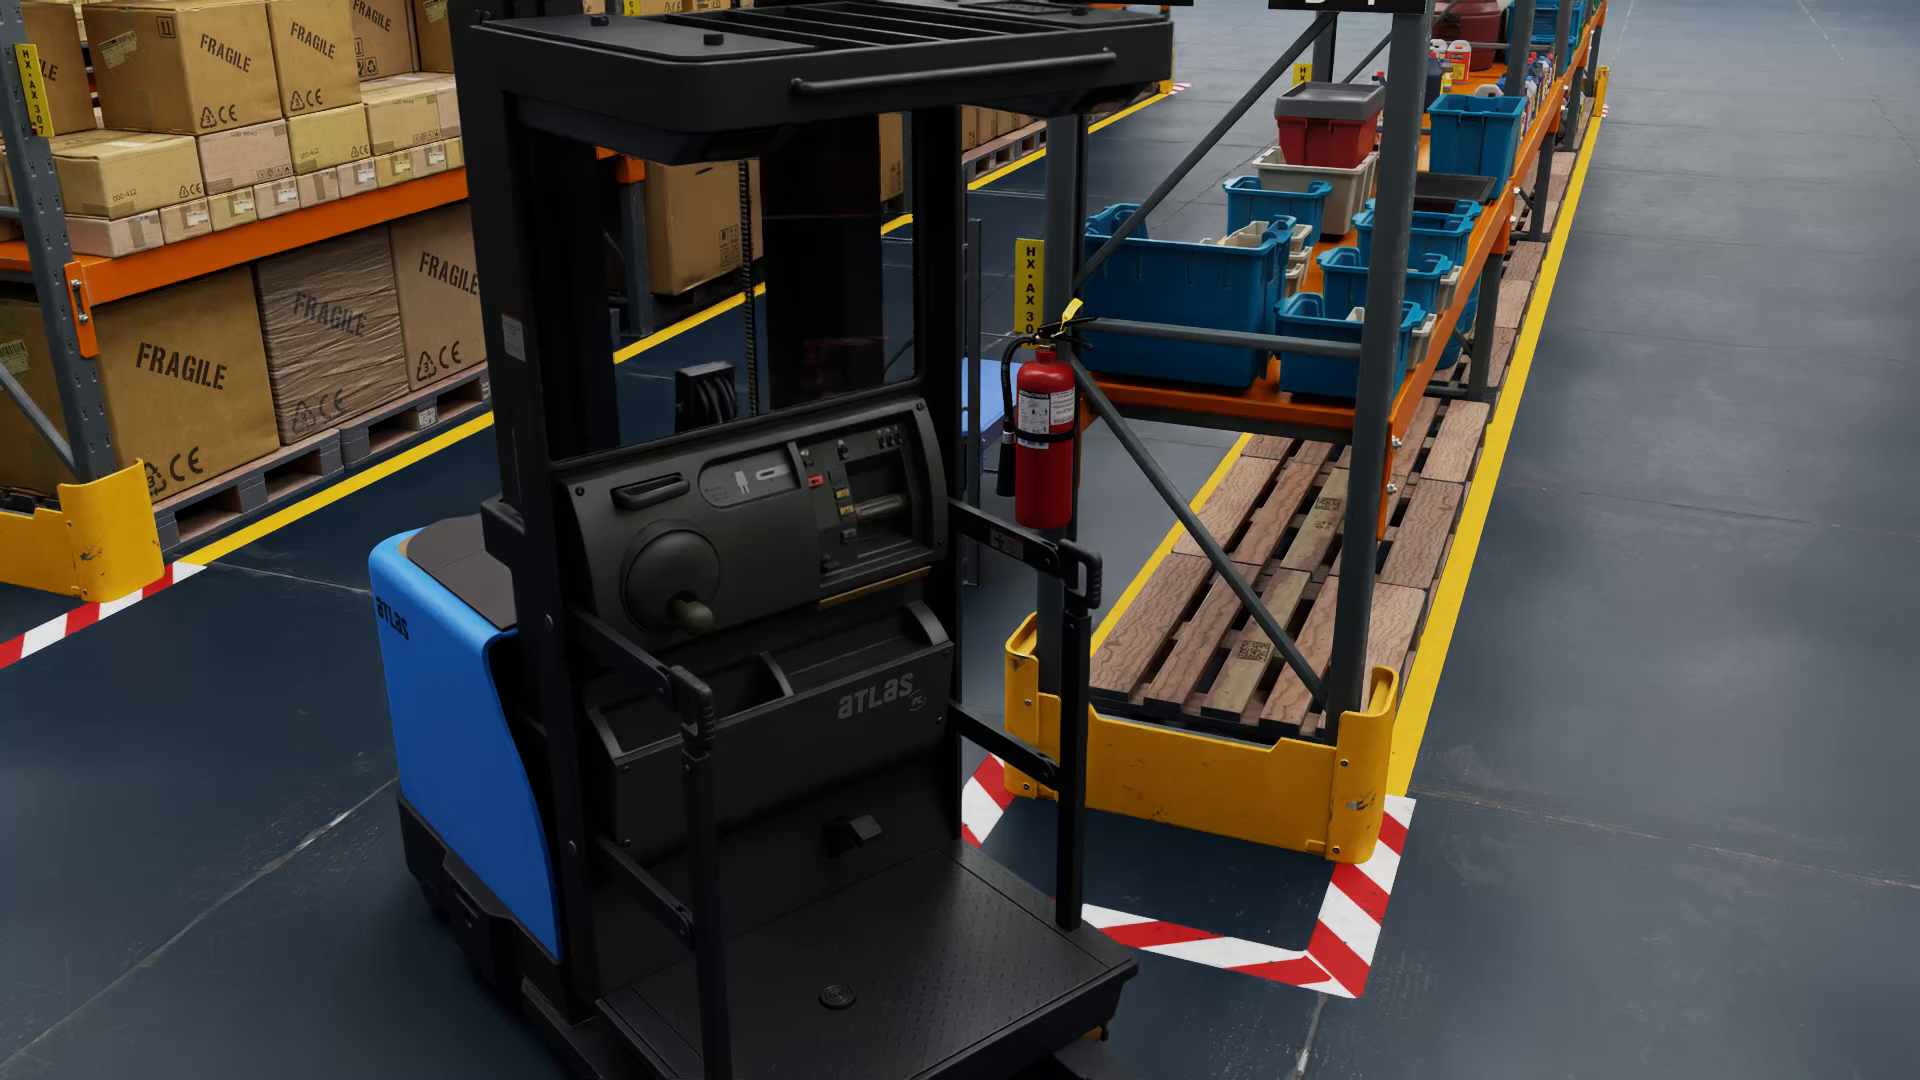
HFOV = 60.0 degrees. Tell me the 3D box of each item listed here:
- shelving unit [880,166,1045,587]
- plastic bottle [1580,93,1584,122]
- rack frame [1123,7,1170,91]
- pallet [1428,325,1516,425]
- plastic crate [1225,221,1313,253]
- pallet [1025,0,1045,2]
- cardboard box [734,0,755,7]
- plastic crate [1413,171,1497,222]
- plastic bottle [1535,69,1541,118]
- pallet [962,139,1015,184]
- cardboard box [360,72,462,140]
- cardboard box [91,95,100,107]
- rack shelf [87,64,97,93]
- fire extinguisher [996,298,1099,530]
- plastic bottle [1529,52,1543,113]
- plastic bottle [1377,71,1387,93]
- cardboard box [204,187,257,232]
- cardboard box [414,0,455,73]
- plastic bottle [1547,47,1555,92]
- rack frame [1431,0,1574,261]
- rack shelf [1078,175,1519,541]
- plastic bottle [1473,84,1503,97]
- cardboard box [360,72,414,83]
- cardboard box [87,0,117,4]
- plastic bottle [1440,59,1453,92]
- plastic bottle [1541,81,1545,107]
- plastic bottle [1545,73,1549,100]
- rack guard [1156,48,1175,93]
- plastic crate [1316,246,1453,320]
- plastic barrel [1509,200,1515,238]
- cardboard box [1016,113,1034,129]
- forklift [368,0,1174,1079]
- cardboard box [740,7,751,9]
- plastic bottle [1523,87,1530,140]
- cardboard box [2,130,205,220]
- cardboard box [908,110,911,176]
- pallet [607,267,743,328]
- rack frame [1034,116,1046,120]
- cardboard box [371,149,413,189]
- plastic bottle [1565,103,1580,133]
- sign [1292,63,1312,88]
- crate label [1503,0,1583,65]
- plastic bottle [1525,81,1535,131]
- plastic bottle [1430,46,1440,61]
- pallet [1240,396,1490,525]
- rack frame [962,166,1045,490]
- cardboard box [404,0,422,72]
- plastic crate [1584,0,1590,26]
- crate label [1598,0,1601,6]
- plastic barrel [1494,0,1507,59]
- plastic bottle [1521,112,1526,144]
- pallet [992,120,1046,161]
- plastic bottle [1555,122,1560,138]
[{"bbox_3d":[0.032,-0.723,7.034,0.538,1.500,1.048,9,24,20],"label":"shelving unit"},{"bbox_3d":[6.164,-4.358,16.658,0.144,0.351,0.185,10,25,22],"label":"plastic bottle"},{"bbox_3d":[2.069,-7.003,20.123,1.000,3.000,0.127,9,24,20],"label":"rack frame"},{"bbox_3d":[2.536,-0.983,9.329,1.003,0.211,1.213,9,24,20],"label":"pallet"},{"bbox_3d":[1.154,-1.105,6.268,0.298,0.136,0.250,9,24,20],"label":"plastic crate"},{"bbox_3d":[0.165,-5.230,16.128,1.003,0.211,1.213,9,24,20],"label":"pallet"},{"bbox_3d":[-1.676,-3.916,11.301,0.797,0.503,0.637,10,25,22],"label":"cardboard box"},{"bbox_3d":[2.044,-1.461,7.135,0.437,0.125,0.590,9,24,20],"label":"plastic crate"},{"bbox_3d":[3.400,-2.648,9.849,0.061,0.283,0.133,9,24,20],"label":"plastic bottle"},{"bbox_3d":[-0.156,-3.567,15.517,1.003,0.211,1.213,9,24,20],"label":"pallet"},{"bbox_3d":[-2.688,-2.213,8.464,0.500,0.250,0.500,9,24,21],"label":"cardboard box"},{"bbox_3d":[-6.710,-3.326,13.045,0.500,0.250,0.500,10,25,23],"label":"cardboard box"},{"bbox_3d":[-6.213,-3.838,13.481,1.077,0.370,4.000,9,24,20],"label":"rack shelf"},{"bbox_3d":[0.247,-0.371,4.831,0.296,0.674,0.183,9,24,20],"label":"fire extinguisher"},{"bbox_3d":[3.420,-2.742,9.987,0.144,0.351,0.185,9,24,20],"label":"plastic bottle"},{"bbox_3d":[2.317,-2.418,9.212,0.144,0.351,0.185,9,24,20],"label":"plastic bottle"},{"bbox_3d":[-3.247,-1.424,7.094,0.380,0.149,0.250,8,24,19],"label":"cardboard box"},{"bbox_3d":[-2.500,-2.741,8.756,0.500,0.500,0.500,9,24,21],"label":"cardboard box"},{"bbox_3d":[3.857,-3.088,10.903,0.061,0.283,0.133,9,24,20],"label":"plastic bottle"},{"bbox_3d":[3.696,-3.431,11.571,1.000,3.000,0.127,9,24,20],"label":"rack frame"},{"bbox_3d":[1.468,-0.952,6.570,1.077,0.370,4.000,9,24,20],"label":"rack shelf"},{"bbox_3d":[2.939,-2.406,9.280,0.152,0.276,0.135,9,24,20],"label":"plastic bottle"},{"bbox_3d":[-3.182,-2.282,8.631,0.500,0.250,0.500,9,24,21],"label":"cardboard box"},{"bbox_3d":[-6.288,-3.838,11.941,0.380,0.149,0.250,8,24,19],"label":"cardboard box"},{"bbox_3d":[3.187,-3.054,10.926,0.097,0.201,0.097,0,23,0],"label":"plastic bottle"},{"bbox_3d":[3.544,-2.768,10.243,0.097,0.201,0.097,0,23,0],"label":"plastic bottle"},{"bbox_3d":[3.688,-2.907,10.576,0.097,0.201,0.097,0,23,0],"label":"plastic bottle"},{"bbox_3d":[2.041,-5.822,20.539,1.175,0.500,0.348,9,24,20],"label":"rack guard"},{"bbox_3d":[1.367,-0.795,5.401,0.416,0.233,0.300,9,24,20],"label":"plastic crate"},{"bbox_3d":[3.531,-2.445,11.484,0.600,0.830,0.708,9,24,20],"label":"plastic barrel"},{"bbox_3d":[0.336,-4.404,16.574,0.700,0.500,0.500,7,24,16],"label":"cardboard box"},{"bbox_3d":[-0.287,-0.039,3.540,1.130,2.935,3.031,-17,28,-36],"label":"forklift"},{"bbox_3d":[-1.613,-3.242,10.991,0.500,0.500,0.500,8,24,19],"label":"cardboard box"},{"bbox_3d":[3.073,-2.333,9.096,0.061,0.283,0.133,9,24,20],"label":"plastic bottle"},{"bbox_3d":[-3.445,-1.478,6.705,0.500,0.250,0.500,8,24,19],"label":"cardboard box"},{"bbox_3d":[-0.672,-3.432,14.247,0.700,0.500,0.500,7,24,17],"label":"cardboard box"},{"bbox_3d":[-2.171,-1.708,11.066,1.003,0.211,1.213,9,24,20],"label":"pallet"},{"bbox_3d":[0.584,-5.571,16.696,1.000,3.000,0.127,9,24,20],"label":"rack frame"},{"bbox_3d":[-2.865,-1.791,7.973,0.380,0.149,0.250,8,24,19],"label":"cardboard box"},{"bbox_3d":[5.867,-4.072,15.973,0.144,0.351,0.185,9,24,21],"label":"plastic bottle"},{"bbox_3d":[1.701,-2.206,8.281,0.100,0.325,0.005,9,24,20],"label":"sign"},{"bbox_3d":[4.317,-3.764,12.323,0.502,0.435,0.616,9,24,20],"label":"crate label"},{"bbox_3d":[3.166,-2.467,9.426,0.152,0.276,0.135,9,24,20],"label":"plastic bottle"},{"bbox_3d":[3.064,-3.099,10.939,0.152,0.276,0.135,9,24,20],"label":"plastic bottle"},{"bbox_3d":[1.974,-0.444,8.039,1.003,0.211,1.213,9,24,20],"label":"pallet"},{"bbox_3d":[0.220,-0.904,7.470,0.500,1.500,0.032,9,24,20],"label":"rack frame"},{"bbox_3d":[-2.993,-2.812,8.927,0.500,0.500,0.500,9,24,20],"label":"cardboard box"},{"bbox_3d":[5.287,-4.674,14.466,0.402,0.464,0.583,9,24,20],"label":"plastic crate"},{"bbox_3d":[6.236,-5.612,16.749,0.502,0.435,0.616,9,24,20],"label":"crate label"},{"bbox_3d":[3.880,-3.881,12.504,0.421,0.512,0.421,0,23,0],"label":"plastic barrel"},{"bbox_3d":[3.013,-2.257,9.019,0.097,0.201,0.097,0,23,0],"label":"plastic bottle"},{"bbox_3d":[0.296,-4.006,16.566,1.003,0.211,1.213,9,24,20],"label":"pallet"},{"bbox_3d":[5.703,-3.998,15.882,0.061,0.283,0.133,9,24,20],"label":"plastic bottle"}]
